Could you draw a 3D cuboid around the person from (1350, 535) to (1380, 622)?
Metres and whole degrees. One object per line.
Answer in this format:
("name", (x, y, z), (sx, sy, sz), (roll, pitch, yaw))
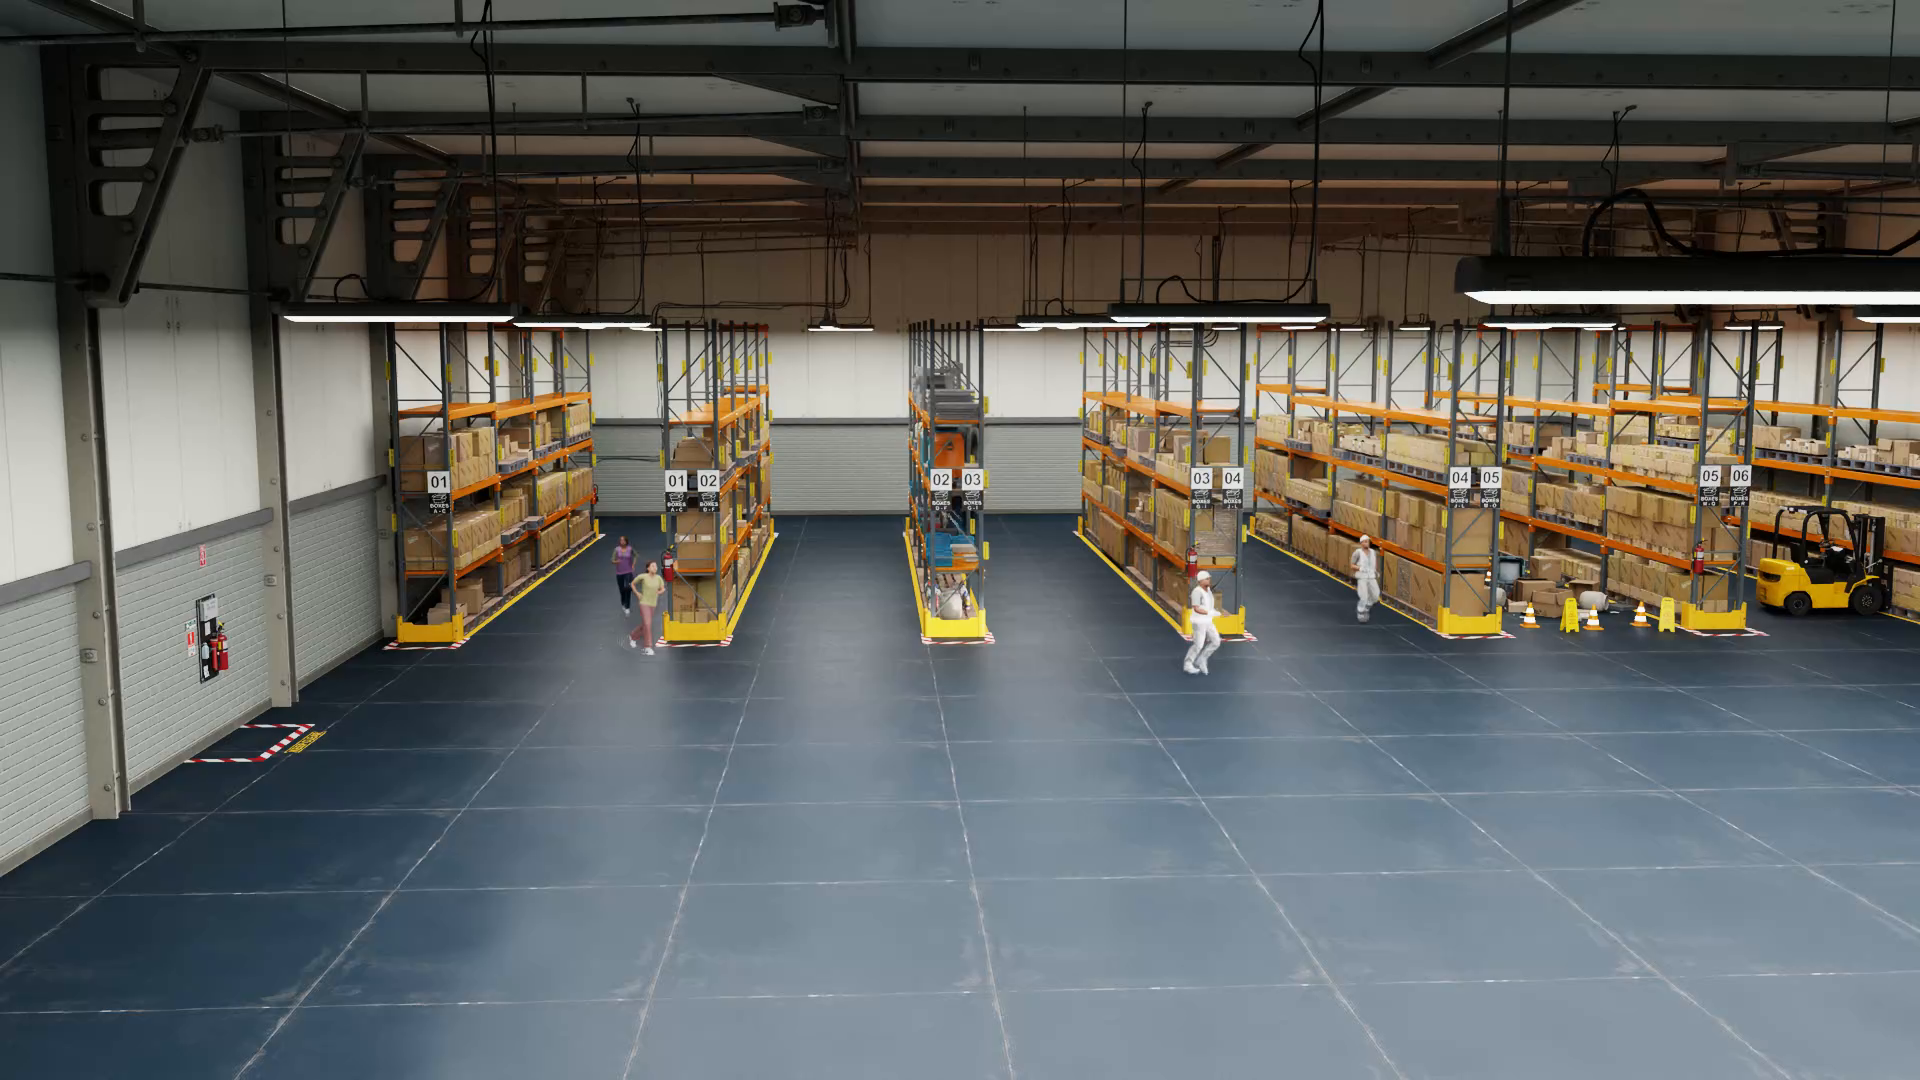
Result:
("person", (8.084, 0.775, 32.984), (0.643, 1.741, 0.581), (-2, 7, -15))

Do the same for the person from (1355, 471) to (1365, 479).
("person", (11.782, -1.189, 49.134), (0.742, 1.754, 0.560), (-1, 7, -6))

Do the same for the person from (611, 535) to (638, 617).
("person", (-6.877, 0.714, 34.070), (0.520, 1.635, 0.706), (-1, 7, -5))

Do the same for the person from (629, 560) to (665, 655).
("person", (-5.641, 1.190, 30.188), (0.595, 1.674, 0.902), (-6, 9, -41))

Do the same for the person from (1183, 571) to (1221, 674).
("person", (4.117, 1.403, 27.987), (0.697, 1.794, 0.703), (5, 8, 34))
